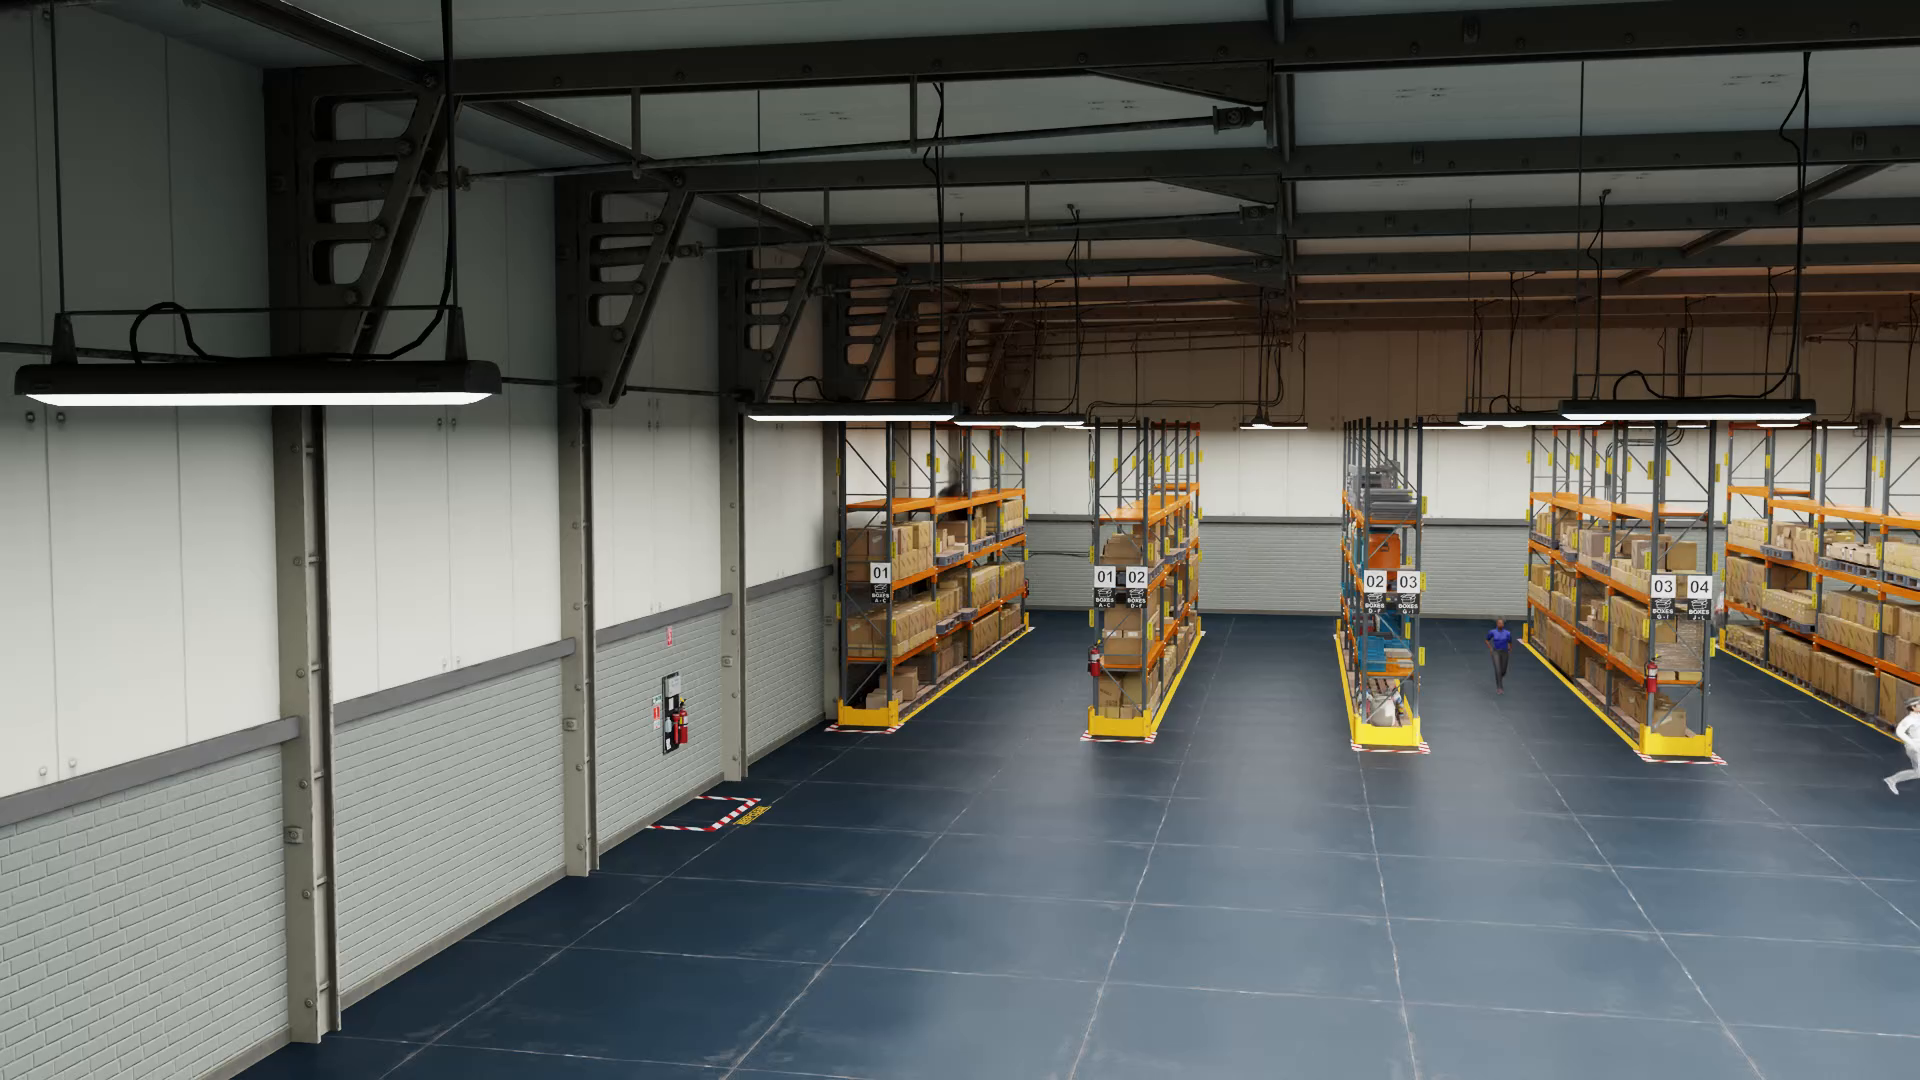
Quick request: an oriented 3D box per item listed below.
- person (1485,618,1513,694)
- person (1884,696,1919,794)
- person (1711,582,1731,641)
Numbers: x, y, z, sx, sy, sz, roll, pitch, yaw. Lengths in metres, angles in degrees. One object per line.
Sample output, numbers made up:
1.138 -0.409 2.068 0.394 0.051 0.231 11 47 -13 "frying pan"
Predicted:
11.892 2.587 36.692 0.577 1.556 0.760 0 4 7 "person"
14.679 3.218 25.580 0.625 1.667 0.862 -3 5 -43 "person"
20.826 1.941 45.387 0.505 1.677 0.822 1 4 12 "person"
